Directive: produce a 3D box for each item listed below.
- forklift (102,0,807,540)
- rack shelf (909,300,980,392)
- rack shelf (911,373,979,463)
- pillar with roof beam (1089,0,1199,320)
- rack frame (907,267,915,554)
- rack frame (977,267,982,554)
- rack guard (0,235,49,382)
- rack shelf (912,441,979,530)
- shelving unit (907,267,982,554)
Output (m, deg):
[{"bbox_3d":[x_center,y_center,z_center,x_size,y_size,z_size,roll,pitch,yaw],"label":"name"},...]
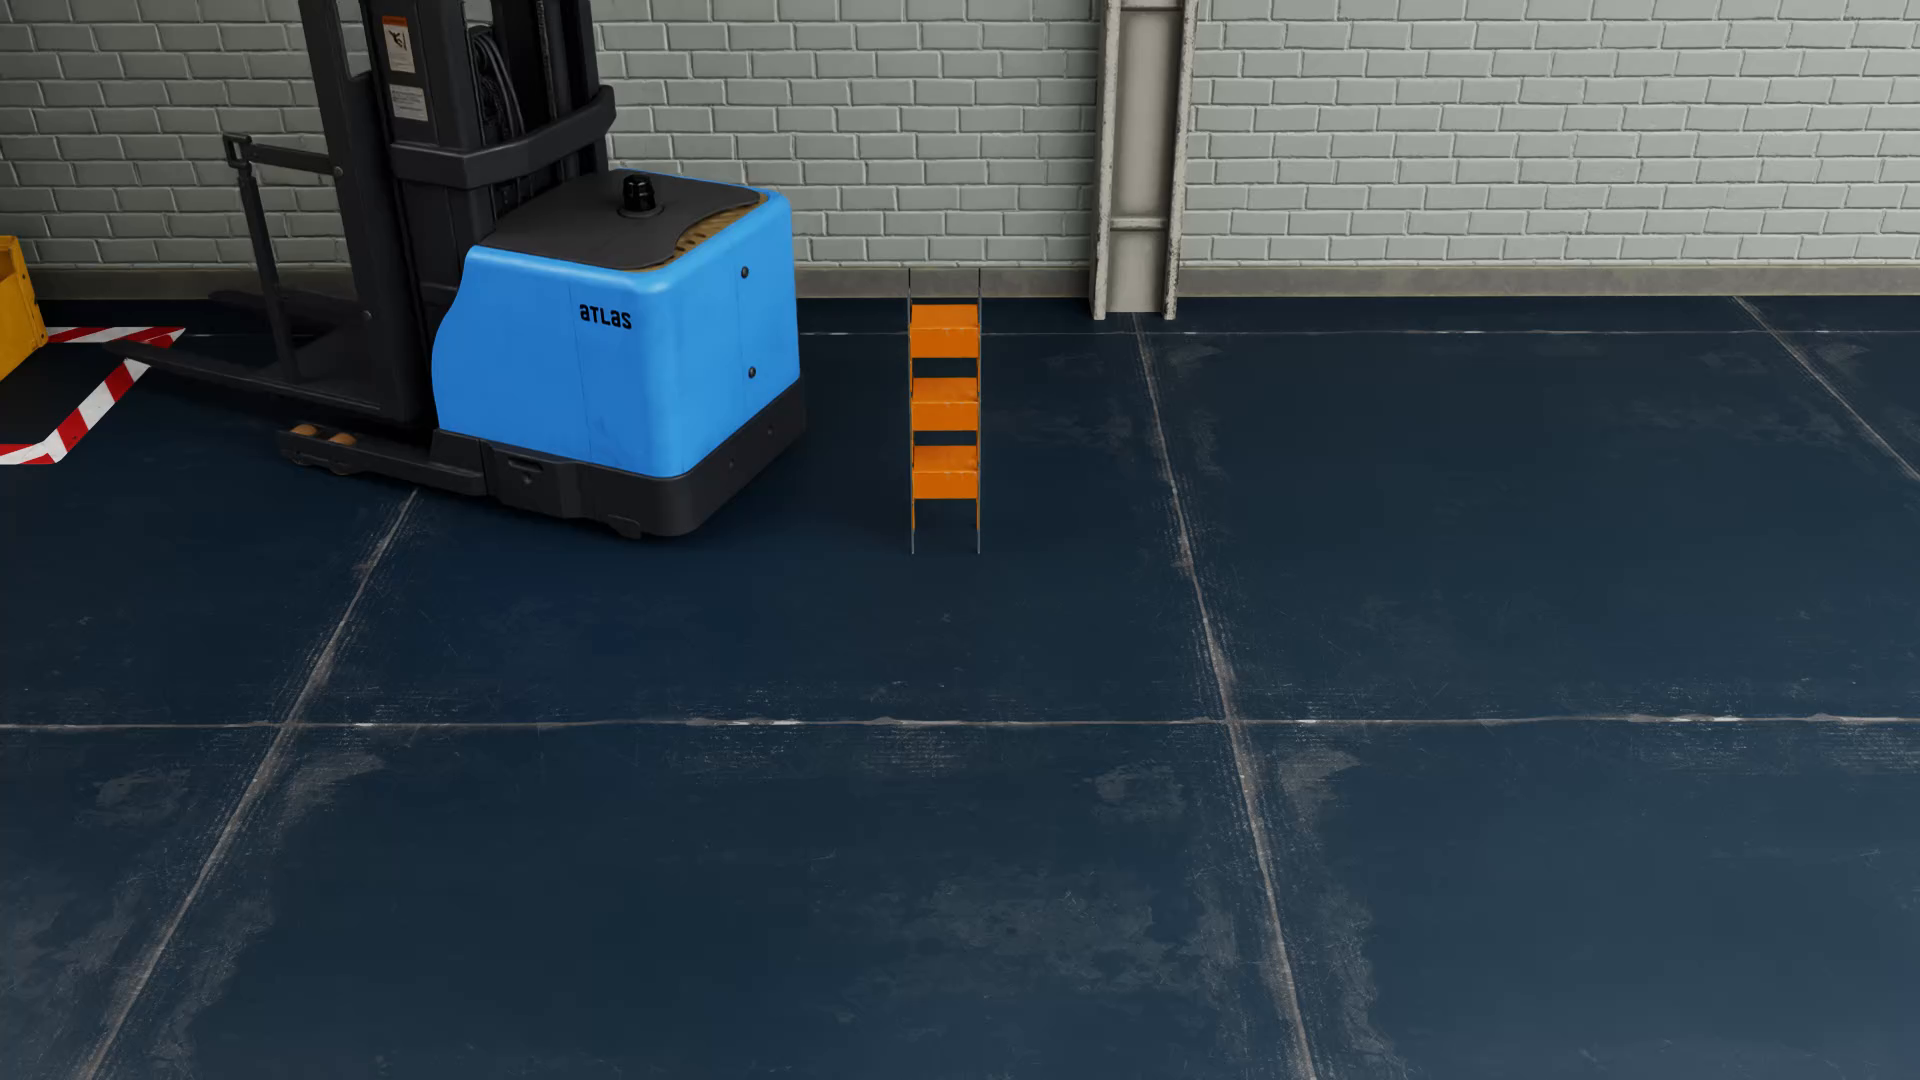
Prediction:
[{"bbox_3d":[-2.199,-1.749,6.306,3.031,2.935,1.130,13,33,20],"label":"forklift"},{"bbox_3d":[-0.054,-0.682,5.836,0.240,0.259,0.215,0,31,0],"label":"rack shelf"},{"bbox_3d":[-0.054,-0.440,5.983,0.240,0.259,0.215,0,31,0],"label":"rack shelf"},{"bbox_3d":[0.863,-2.755,2.116,0.400,9.000,9.100,0,31,0],"label":"pillar with roof beam"},{"bbox_3d":[-0.176,-0.448,5.977,0.008,1.050,0.200,0,31,0],"label":"rack frame"},{"bbox_3d":[0.068,-0.449,5.978,0.008,1.050,0.200,0,31,0],"label":"rack frame"},{"bbox_3d":[-4.437,-0.871,7.203,0.348,0.500,1.175,0,31,0],"label":"rack guard"},{"bbox_3d":[-0.054,-0.202,6.127,0.240,0.259,0.215,0,31,0],"label":"rack shelf"},{"bbox_3d":[-0.054,-0.449,5.977,0.252,1.050,0.215,0,31,0],"label":"shelving unit"}]
